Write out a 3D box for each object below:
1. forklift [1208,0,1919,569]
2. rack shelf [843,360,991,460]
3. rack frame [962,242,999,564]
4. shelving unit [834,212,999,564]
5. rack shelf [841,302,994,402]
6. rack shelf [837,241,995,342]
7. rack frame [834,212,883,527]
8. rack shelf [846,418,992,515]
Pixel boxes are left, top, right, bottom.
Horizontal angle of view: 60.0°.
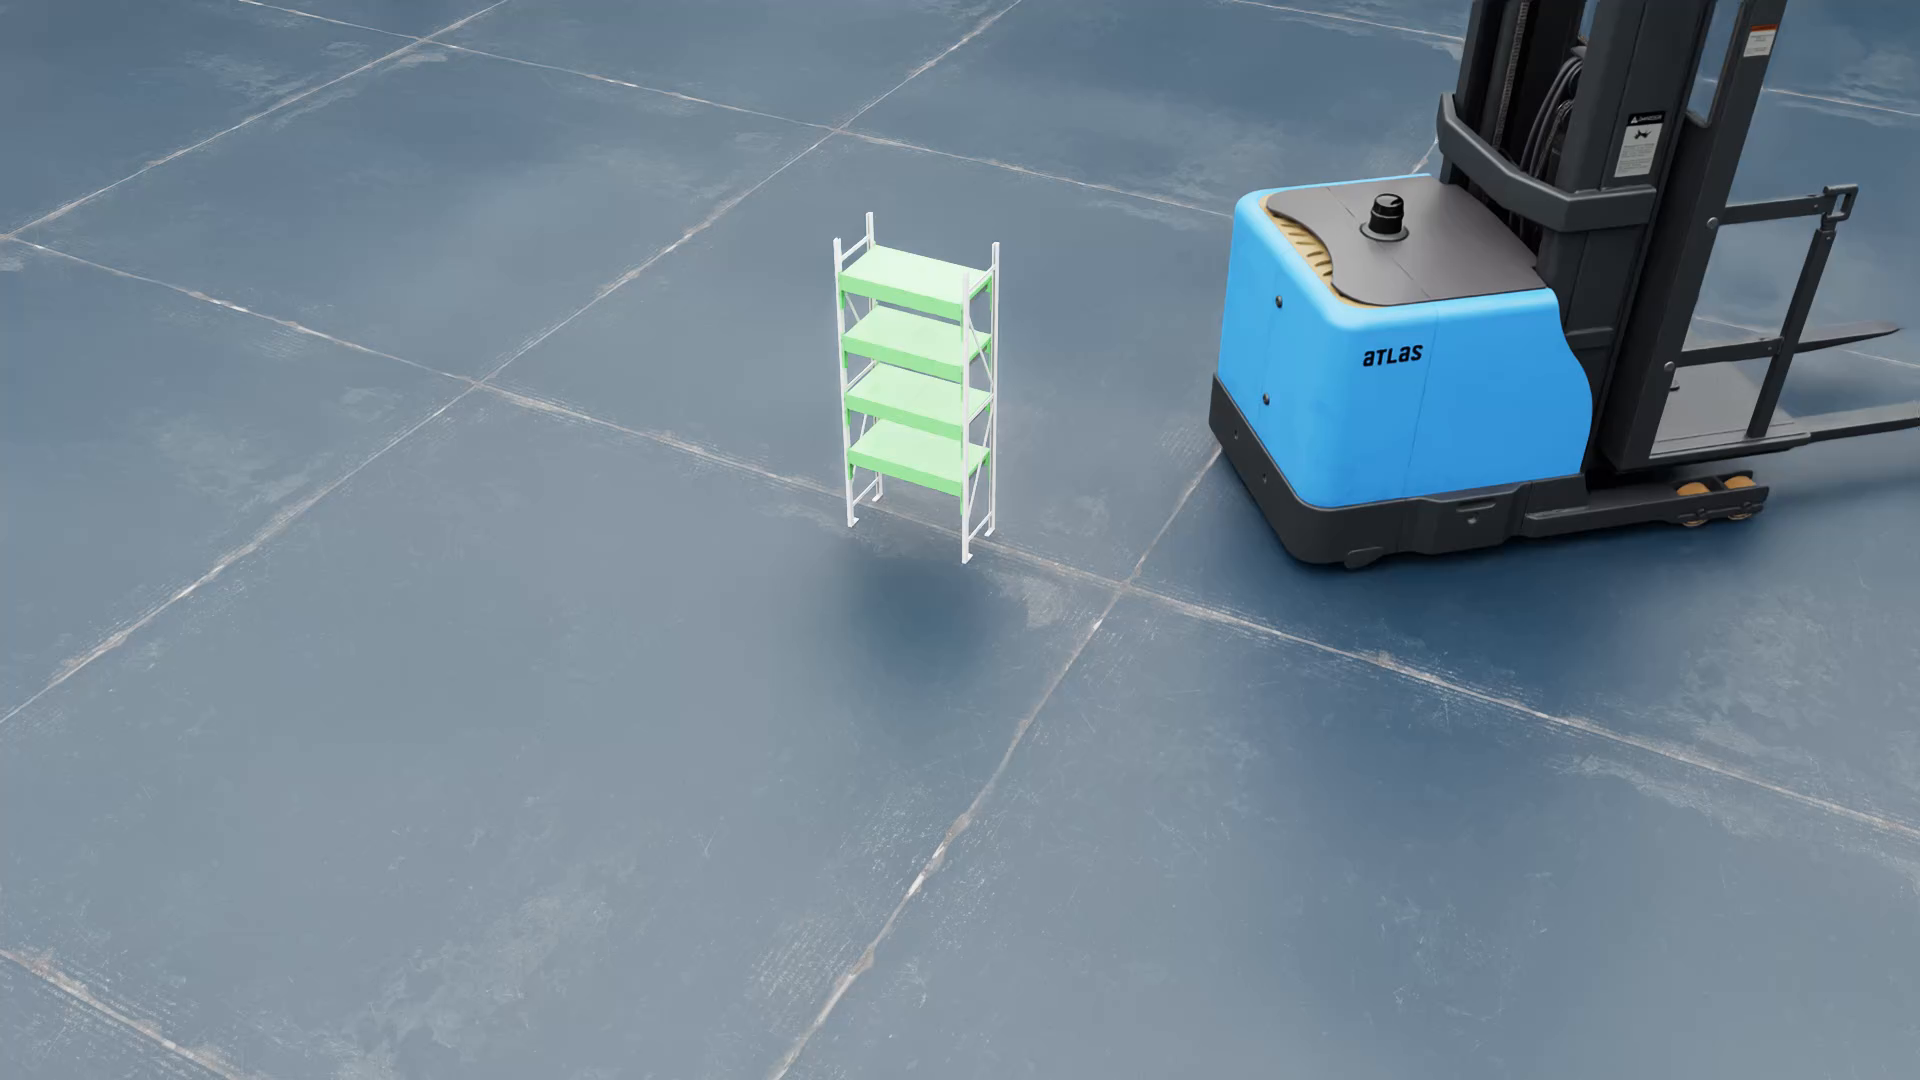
[{"bbox_3d":[2.581,-1.523,5.832,3.031,2.935,1.130,-8,38,-10],"label":"forklift"},{"bbox_3d":[-0.147,-0.473,5.986,0.480,0.148,0.258,17,41,21],"label":"rack shelf"},{"bbox_3d":[0.070,-0.456,5.858,0.015,1.200,0.240,17,41,21],"label":"rack frame"},{"bbox_3d":[-0.147,-0.524,5.948,0.503,1.200,0.258,17,41,21],"label":"shelving unit"},{"bbox_3d":[-0.147,-0.664,5.841,0.480,0.148,0.258,17,41,21],"label":"rack shelf"},{"bbox_3d":[-0.147,-0.855,5.696,0.480,0.148,0.258,17,41,21],"label":"rack shelf"},{"bbox_3d":[-0.364,-0.592,6.037,0.015,1.200,0.240,17,41,21],"label":"rack frame"},{"bbox_3d":[-0.147,-0.282,6.132,0.480,0.148,0.258,17,41,21],"label":"rack shelf"}]
